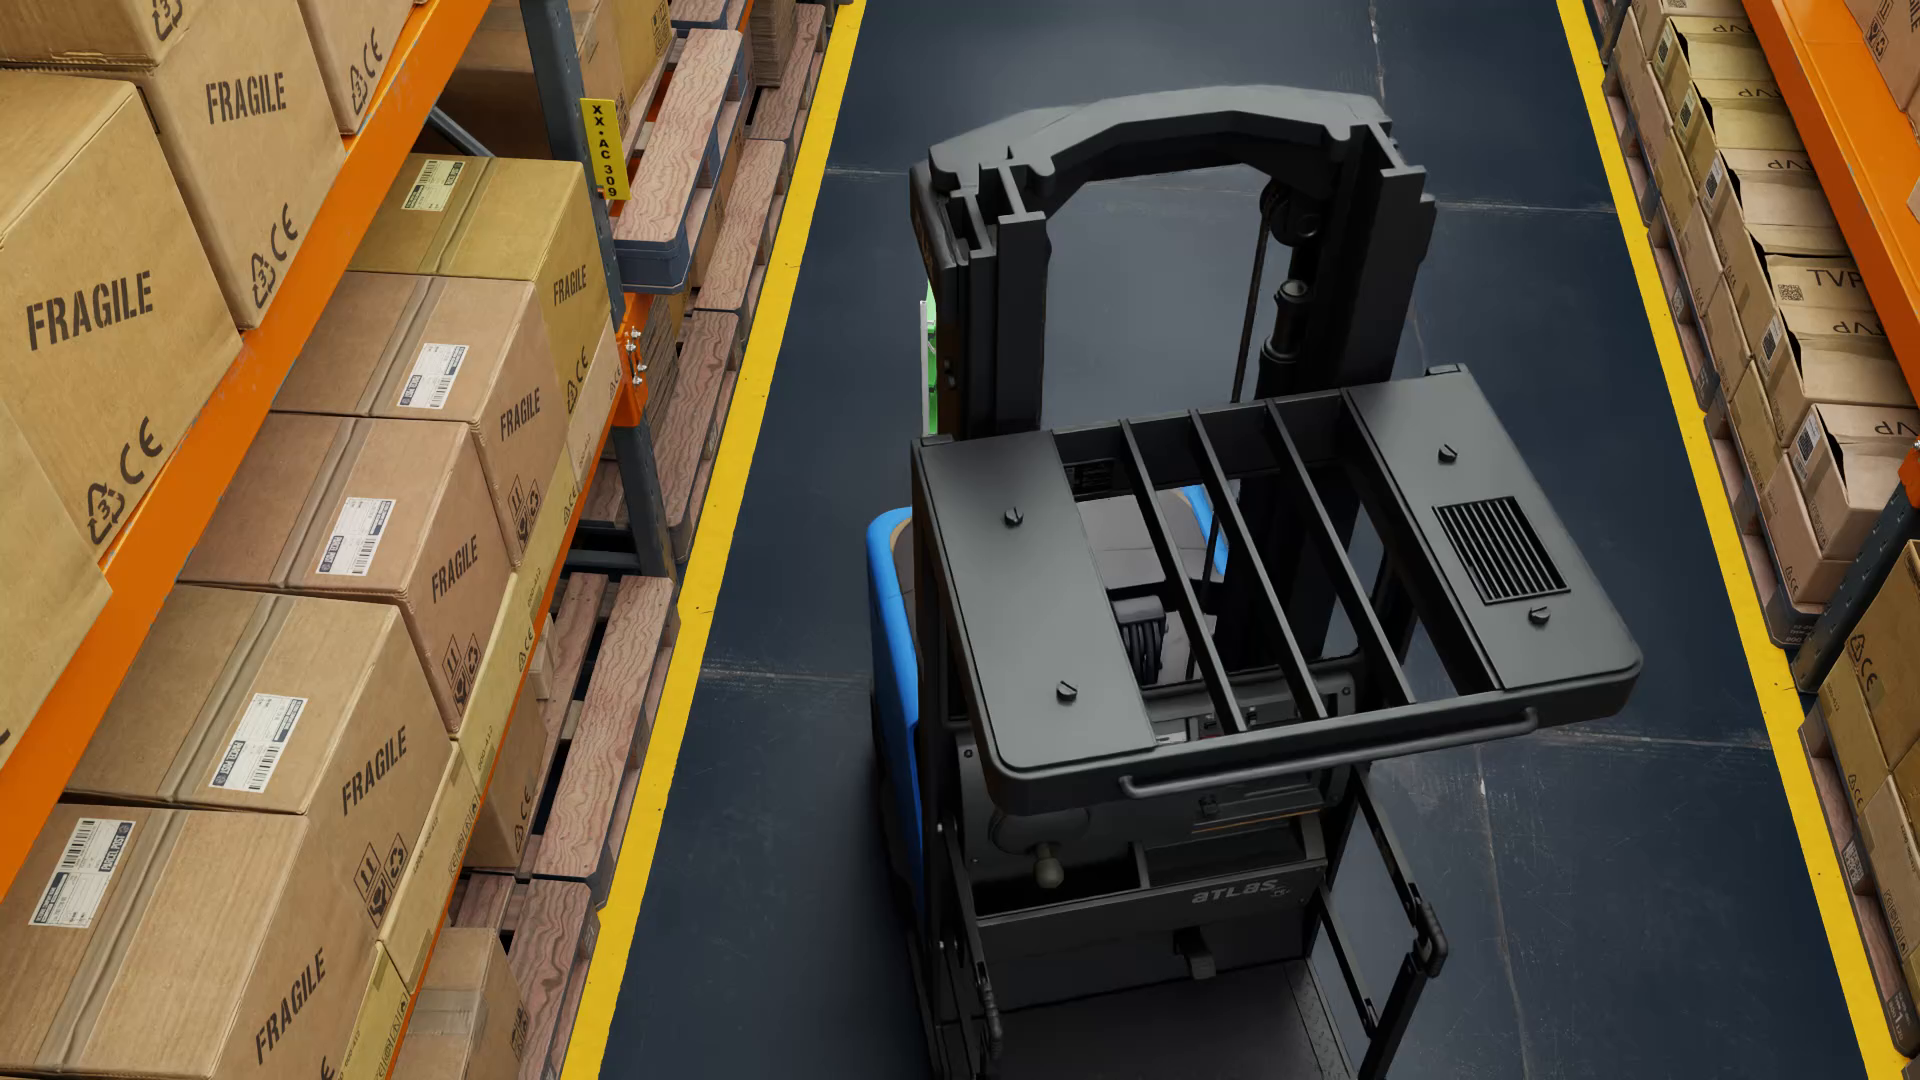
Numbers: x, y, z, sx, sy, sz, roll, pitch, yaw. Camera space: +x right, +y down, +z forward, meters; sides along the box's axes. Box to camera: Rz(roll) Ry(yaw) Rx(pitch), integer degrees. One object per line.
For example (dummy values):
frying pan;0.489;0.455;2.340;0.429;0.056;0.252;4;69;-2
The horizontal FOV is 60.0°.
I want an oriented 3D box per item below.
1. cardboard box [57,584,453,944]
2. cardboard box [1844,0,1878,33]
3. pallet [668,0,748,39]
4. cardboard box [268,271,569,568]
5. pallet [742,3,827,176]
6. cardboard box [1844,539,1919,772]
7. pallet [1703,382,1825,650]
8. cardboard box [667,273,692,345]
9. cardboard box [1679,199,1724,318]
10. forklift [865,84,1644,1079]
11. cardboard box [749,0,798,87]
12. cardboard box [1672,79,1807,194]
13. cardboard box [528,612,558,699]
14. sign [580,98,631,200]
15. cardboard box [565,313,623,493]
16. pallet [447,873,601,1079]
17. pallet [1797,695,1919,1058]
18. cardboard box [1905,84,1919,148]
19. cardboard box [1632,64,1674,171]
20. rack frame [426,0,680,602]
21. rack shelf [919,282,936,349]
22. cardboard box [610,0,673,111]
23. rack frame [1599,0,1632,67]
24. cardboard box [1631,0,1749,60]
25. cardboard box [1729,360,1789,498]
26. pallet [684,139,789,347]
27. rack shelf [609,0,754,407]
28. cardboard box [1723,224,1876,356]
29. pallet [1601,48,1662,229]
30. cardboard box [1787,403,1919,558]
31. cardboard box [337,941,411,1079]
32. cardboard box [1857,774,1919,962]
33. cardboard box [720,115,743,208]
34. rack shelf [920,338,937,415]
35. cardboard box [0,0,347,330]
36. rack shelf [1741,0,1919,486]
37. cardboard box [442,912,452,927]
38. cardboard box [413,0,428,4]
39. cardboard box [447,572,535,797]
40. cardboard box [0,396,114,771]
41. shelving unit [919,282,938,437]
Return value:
cardboard box;-1.405;0.457;3.379;0.500;0.500;0.500;5;48;5
cardboard box;3.634;-2.229;6.188;0.500;0.500;0.500;2;48;1
pallet;-1.302;-2.238;6.394;1.003;0.211;1.213;4;48;4
cardboard box;-1.302;-0.295;4.067;0.500;0.500;0.500;4;48;3
pallet;-1.235;-2.245;8.160;1.003;0.211;1.213;4;48;4
cardboard box;3.052;0.362;4.956;0.500;0.500;0.500;4;48;4
pallet;3.435;-0.093;6.192;1.003;0.211;1.213;4;48;4
cardboard box;-1.479;-1.051;6.574;0.700;0.500;0.500;3;48;3
cardboard box;3.297;-1.150;6.848;0.500;0.250;0.500;5;48;4
forklift;0.499;0.651;3.668;1.130;2.935;3.031;-8;48;-8
cardboard box;-1.176;-2.532;7.929;0.700;0.500;0.500;4;48;4
cardboard box;3.342;-1.706;6.977;0.500;0.311;0.500;3;48;2
cardboard box;-1.546;0.382;5.490;0.380;0.166;0.250;-2;48;-2
sign;-0.986;-1.082;4.620;0.100;0.325;0.005;4;48;4
cardboard box;-1.268;-0.408;4.679;0.500;0.250;0.500;4;48;4
pallet;-1.662;1.515;4.721;1.003;0.211;1.213;4;48;4
pallet;3.292;1.032;5.163;1.003;0.211;1.213;4;48;4
cardboard box;3.541;-1.474;5.498;0.500;0.500;0.500;7;48;6
cardboard box;3.386;-1.909;7.542;0.500;0.250;0.500;3;48;2
rack frame;-1.527;-0.821;4.968;1.000;3.000;0.127;4;48;4
rack shelf;0.015;-0.807;5.611;0.258;0.148;0.480;4;48;4
cardboard box;-1.389;-1.785;5.484;0.700;0.500;0.500;8;48;8
rack frame;3.771;-3.430;7.354;1.000;3.000;0.127;4;48;4
cardboard box;3.431;-2.468;7.673;0.500;0.311;0.500;5;48;5
cardboard box;3.203;-0.400;6.162;0.500;0.250;0.500;3;48;3
pallet;-1.349;-1.351;7.342;1.003;0.211;1.213;4;48;4
rack shelf;-1.345;-2.048;6.578;1.077;0.370;4.000;4;48;4
cardboard box;3.247;-0.960;6.294;0.500;0.311;0.500;4;48;3
pallet;3.657;-1.886;7.832;1.003;0.211;1.213;4;48;4
cardboard box;3.158;-0.210;5.608;0.500;0.311;0.500;4;48;4
cardboard box;-1.446;1.069;3.328;0.500;0.250;0.500;3;48;3
cardboard box;3.011;0.983;4.897;0.500;0.250;0.500;4;48;4
cardboard box;-1.356;-1.795;7.254;0.700;0.500;0.500;4;48;3
rack shelf;0.015;-0.645;5.789;0.258;0.148;0.480;4;48;4
cardboard box;-1.398;-0.705;2.748;0.500;0.500;0.500;2;48;2
rack shelf;3.589;-1.717;6.275;1.077;0.370;4.000;4;48;4
cardboard box;-1.693;1.167;4.784;0.380;0.149;0.250;0;48;0
cardboard box;-1.327;-1.484;3.460;0.500;0.500;0.500;5;48;5
cardboard box;-1.353;0.328;4.006;0.500;0.250;0.500;4;48;3
cardboard box;-1.484;0.063;2.046;0.500;0.500;0.500;6;48;5
shelving unit;0.015;-0.527;5.919;0.258;1.200;0.503;4;48;4
